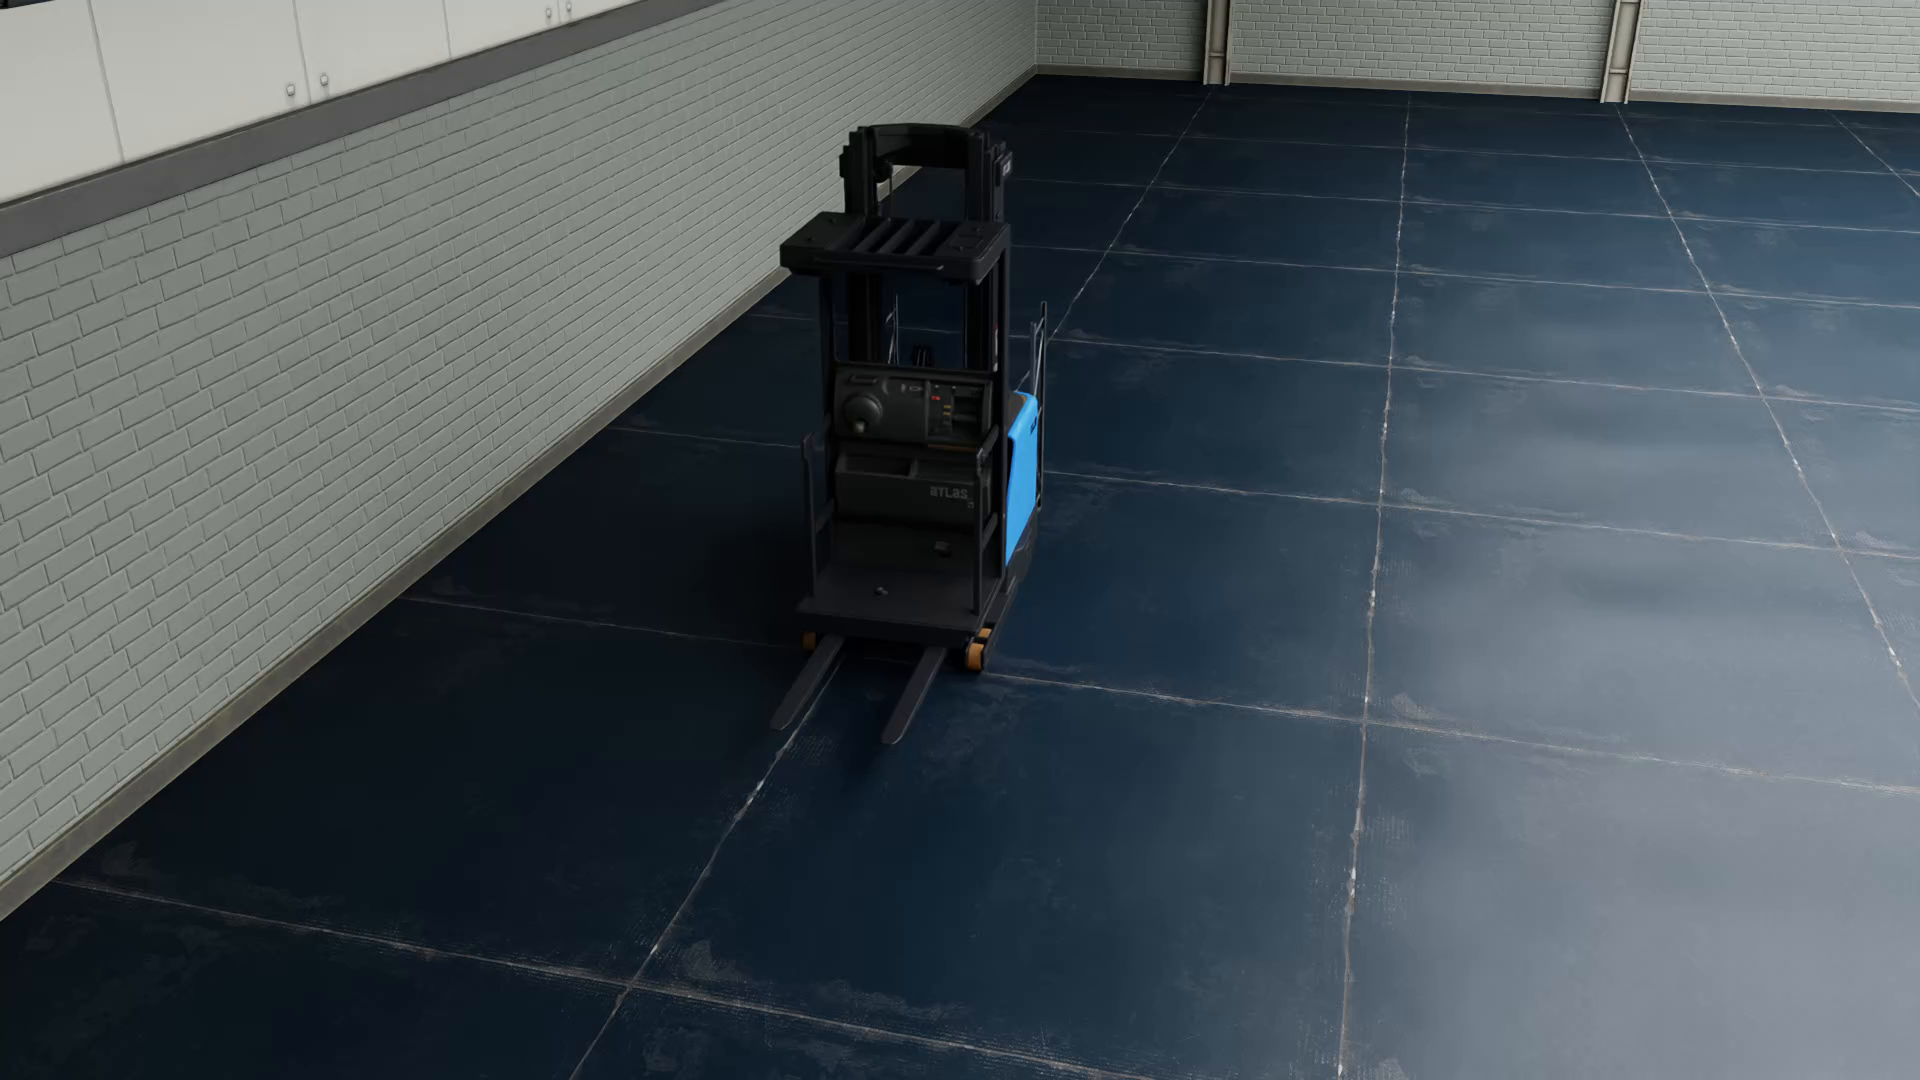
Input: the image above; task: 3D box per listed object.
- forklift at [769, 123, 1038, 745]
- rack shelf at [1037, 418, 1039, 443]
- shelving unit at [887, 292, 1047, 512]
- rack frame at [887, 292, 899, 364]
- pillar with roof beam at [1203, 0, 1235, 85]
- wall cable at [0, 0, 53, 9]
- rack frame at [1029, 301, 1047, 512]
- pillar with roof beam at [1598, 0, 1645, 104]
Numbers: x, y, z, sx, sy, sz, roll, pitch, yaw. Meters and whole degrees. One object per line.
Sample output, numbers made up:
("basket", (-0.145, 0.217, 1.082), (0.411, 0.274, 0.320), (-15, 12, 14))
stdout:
("forklift", (-0.320, -0.739, 9.392), (1.130, 2.935, 3.031), (6, 26, 12))
("rack shelf", (0.017, -0.693, 11.380), (1.000, 0.185, 0.538), (5, 26, 10))
("shelving unit", (0.017, -0.856, 11.302), (1.048, 1.500, 0.538), (5, 26, 10))
("rack frame", (-0.482, -0.898, 11.391), (0.032, 1.500, 0.500), (5, 26, 10))
("pillar with roof beam", (3.028, -9.577, 20.898), (0.400, 9.000, 9.100), (6, 26, 13))
("wall cable", (-3.889, -4.607, 6.503), (0.169, 6.003, 2.305), (6, 26, 13))
("rack frame", (0.515, -0.813, 11.214), (0.032, 1.500, 0.500), (5, 26, 10))
("pillar with roof beam", (8.839, -8.935, 19.548), (0.400, 9.000, 9.100), (6, 26, 13))
